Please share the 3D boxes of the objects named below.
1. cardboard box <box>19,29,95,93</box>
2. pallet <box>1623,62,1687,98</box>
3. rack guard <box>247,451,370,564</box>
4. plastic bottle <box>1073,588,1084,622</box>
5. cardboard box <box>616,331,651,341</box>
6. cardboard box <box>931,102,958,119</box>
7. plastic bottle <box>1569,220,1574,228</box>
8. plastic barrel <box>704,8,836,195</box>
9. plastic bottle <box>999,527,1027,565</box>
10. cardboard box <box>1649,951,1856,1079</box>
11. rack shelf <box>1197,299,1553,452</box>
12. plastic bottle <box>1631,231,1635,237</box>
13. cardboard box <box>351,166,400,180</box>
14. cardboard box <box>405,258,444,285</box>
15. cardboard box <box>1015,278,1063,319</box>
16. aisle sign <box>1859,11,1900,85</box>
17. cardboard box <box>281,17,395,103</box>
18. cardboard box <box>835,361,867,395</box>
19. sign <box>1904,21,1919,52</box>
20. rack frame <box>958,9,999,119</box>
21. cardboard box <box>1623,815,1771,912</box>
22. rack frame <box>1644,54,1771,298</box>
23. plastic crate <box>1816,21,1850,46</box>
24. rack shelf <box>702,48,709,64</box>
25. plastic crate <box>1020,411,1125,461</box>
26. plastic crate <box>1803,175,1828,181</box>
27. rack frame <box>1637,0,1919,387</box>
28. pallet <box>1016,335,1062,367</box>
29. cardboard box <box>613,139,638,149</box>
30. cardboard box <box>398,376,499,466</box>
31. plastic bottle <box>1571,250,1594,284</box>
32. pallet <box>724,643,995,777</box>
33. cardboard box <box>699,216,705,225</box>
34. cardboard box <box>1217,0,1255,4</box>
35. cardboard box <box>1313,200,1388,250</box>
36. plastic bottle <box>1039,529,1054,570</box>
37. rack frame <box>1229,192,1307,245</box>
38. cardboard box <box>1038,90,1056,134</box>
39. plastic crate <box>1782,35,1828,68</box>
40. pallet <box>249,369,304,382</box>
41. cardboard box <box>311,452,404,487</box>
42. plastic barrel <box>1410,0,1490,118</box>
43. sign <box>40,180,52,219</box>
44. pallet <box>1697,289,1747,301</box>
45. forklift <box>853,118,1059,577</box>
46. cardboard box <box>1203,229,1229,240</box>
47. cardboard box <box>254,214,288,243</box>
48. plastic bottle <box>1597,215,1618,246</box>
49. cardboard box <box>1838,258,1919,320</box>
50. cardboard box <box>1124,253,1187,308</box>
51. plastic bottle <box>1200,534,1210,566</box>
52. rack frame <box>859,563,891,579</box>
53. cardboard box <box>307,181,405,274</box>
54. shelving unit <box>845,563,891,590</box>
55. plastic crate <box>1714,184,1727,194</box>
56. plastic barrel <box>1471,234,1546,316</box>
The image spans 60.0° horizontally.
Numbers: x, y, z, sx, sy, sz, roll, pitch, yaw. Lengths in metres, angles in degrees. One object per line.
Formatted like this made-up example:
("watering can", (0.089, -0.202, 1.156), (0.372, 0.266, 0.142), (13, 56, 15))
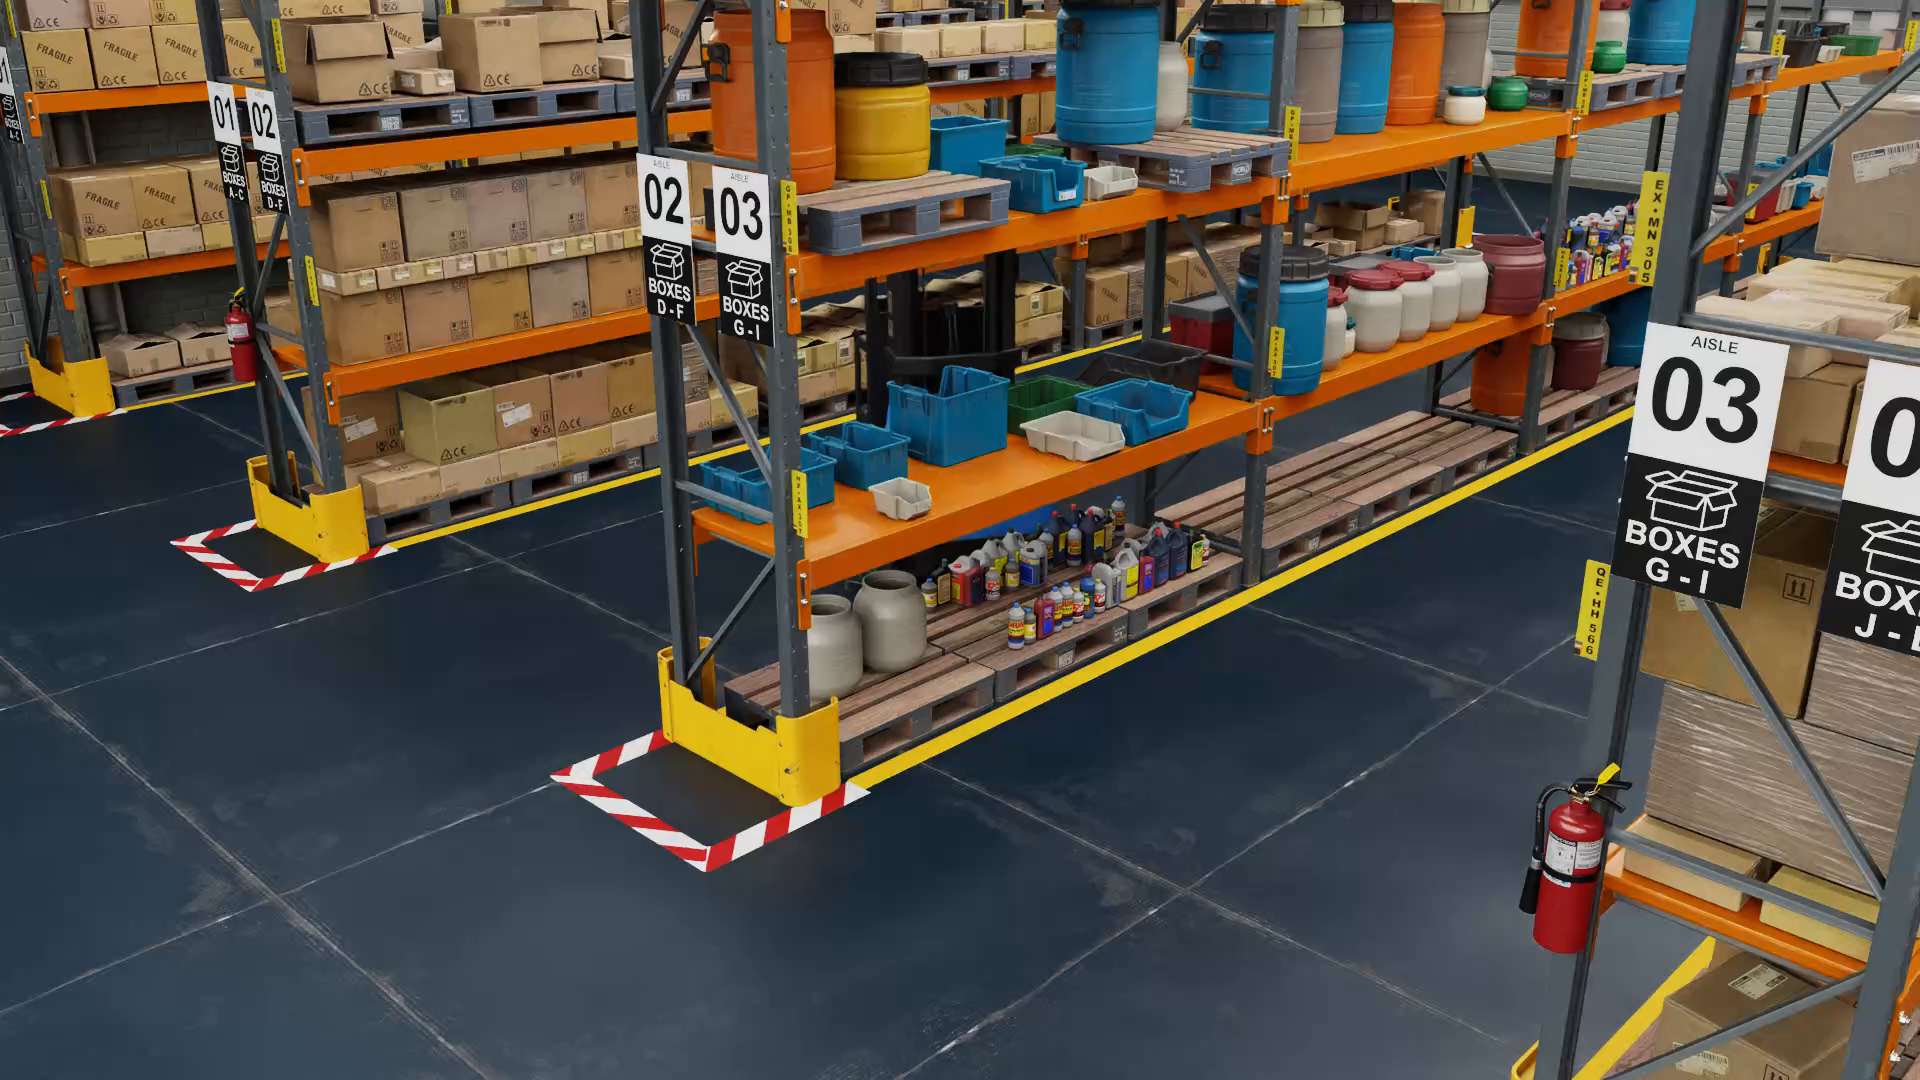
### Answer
("cardboard box", (-7.843, -4.141, 14.319), (0.500, 0.500, 0.500), (-19, 28, -41))
("pallet", (5.948, -4.060, 14.539), (1.003, 0.211, 1.213), (19, 28, 41))
("rack guard", (-4.720, -0.249, 12.027), (1.175, 0.500, 0.348), (19, 28, 41))
("plastic bottle", (0.709, 0.392, 10.161), (0.097, 0.201, 0.097), (0, 21, 0))
("cardboard box", (-2.804, -1.542, 14.107), (0.500, 0.500, 0.500), (19, 28, 41))
("cardboard box", (-0.374, -5.625, 21.947), (0.500, 0.500, 0.500), (20, 28, 41))
("plastic bottle", (5.642, -2.837, 15.454), (0.097, 0.271, 0.097), (0, 21, 0))
("plastic barrel", (-0.909, -2.135, 8.083), (0.600, 0.830, 0.708), (19, 28, 41))
("plastic bottle", (0.345, 0.083, 10.758), (0.144, 0.351, 0.185), (19, 28, 40))
("cardboard box", (2.839, 1.872, 5.921), (0.500, 0.500, 0.500), (-14, 25, -32))
("rack shelf", (3.029, -1.388, 12.508), (1.077, 0.370, 4.000), (19, 28, 41))
("plastic bottle", (6.039, -2.642, 14.836), (0.144, 0.351, 0.185), (19, 28, 41))
("cardboard box", (-5.917, -3.650, 16.526), (0.500, 0.500, 0.500), (19, 28, 40))
("cardboard box", (-3.918, -1.951, 11.926), (0.380, 0.149, 0.250), (19, 28, 41))
("cardboard box", (0.689, -2.457, 16.751), (0.500, 0.311, 0.500), (-19, 28, -41))
("aisle sign", (10.265, -5.453, 18.458), (0.394, 0.787, 0.004), (19, 28, 41))
("cardboard box", (-4.299, -3.279, 11.319), (0.637, 0.503, 0.797), (-18, 27, -38))
("cardboard box", (-1.096, -1.536, 15.137), (0.500, 0.250, 0.500), (-19, 28, -41))
("sign", (10.410, -5.512, 18.200), (0.100, 0.325, 0.005), (19, 28, 41))
("rack frame", (0.116, -5.746, 22.843), (1.000, 3.000, 0.127), (19, 28, 41))
("cardboard box", (2.443, 1.050, 5.511), (0.380, 0.149, 0.250), (19, 28, 41))
("rack frame", (7.214, -3.266, 16.392), (1.000, 3.000, 0.127), (19, 28, 41))
("plastic crate", (9.536, -5.604, 18.476), (0.497, 0.269, 0.590), (19, 28, 41))
("rack shelf", (-4.070, -5.268, 18.421), (1.077, 0.370, 4.000), (19, 28, 41))
("plastic crate", (0.682, -0.606, 9.838), (0.530, 0.136, 0.437), (19, 28, 41))
("plastic crate", (9.566, -3.945, 18.440), (0.396, 0.136, 0.243), (19, 28, 41))
("rack frame", (2.392, -1.742, 4.065), (1.000, 3.000, 0.127), (19, 28, 41))
("pallet", (0.275, -1.975, 16.920), (1.003, 0.211, 1.213), (19, 28, 41))
("cardboard box", (-3.848, -4.521, 18.902), (0.700, 0.500, 0.500), (19, 28, 41))
("cardboard box", (-3.822, -0.896, 12.427), (0.500, 0.500, 0.500), (19, 28, 41))
("plastic bottle", (5.280, -2.329, 14.127), (0.152, 0.276, 0.135), (19, 28, 41))
("pallet", (-0.567, 0.881, 9.488), (1.003, 0.211, 1.213), (19, 28, 41))
("cardboard box", (-2.123, -2.613, 13.650), (0.380, 0.149, 0.250), (19, 28, 40))
("cardboard box", (2.814, -5.908, 18.220), (0.600, 0.600, 0.600), (19, 28, 40))
("cardboard box", (4.975, -4.031, 21.248), (0.797, 0.503, 0.637), (19, 28, 41))
("plastic bottle", (0.566, 0.058, 10.933), (0.097, 0.271, 0.097), (0, 21, 0))
("rack frame", (3.668, -4.507, 19.620), (1.000, 3.000, 0.127), (19, 28, 41))
("cardboard box", (1.019, -6.208, 23.626), (0.980, 0.700, 0.700), (18, 28, 39))
("plastic crate", (8.277, -4.856, 16.529), (0.497, 0.269, 0.590), (19, 28, 41))
("pallet", (-6.759, -1.891, 16.701), (1.003, 0.211, 1.213), (19, 28, 41))
("cardboard box", (-4.541, -0.547, 12.563), (0.500, 0.250, 0.500), (19, 28, 41))
("plastic barrel", (3.695, -3.715, 12.681), (0.600, 0.901, 0.600), (0, 21, 0))
("sign", (-7.866, -2.930, 14.309), (0.100, 0.325, 0.005), (19, 28, 41))
("pallet", (8.551, -2.479, 18.229), (1.003, 0.211, 1.213), (19, 28, 41))
("forklift", (-0.214, -1.613, 12.186), (1.130, 2.935, 3.031), (-6, 22, -15))
("cardboard box", (2.792, -3.342, 19.460), (0.500, 0.500, 0.500), (-20, 28, -41))
("cardboard box", (-6.621, -3.042, 15.990), (0.500, 0.250, 0.500), (20, 28, 41))
("plastic bottle", (6.081, -2.909, 15.634), (0.152, 0.276, 0.135), (19, 28, 41))
("cardboard box", (3.160, -0.846, 5.567), (0.380, 0.149, 0.250), (20, 28, 41))
("cardboard box", (2.114, -2.827, 18.118), (0.500, 0.500, 0.500), (19, 28, 40))
("plastic bottle", (1.604, 0.062, 11.019), (0.097, 0.201, 0.097), (0, 21, 0))
("rack frame", (-0.580, -0.139, 11.181), (0.240, 0.900, 0.006), (9, 23, 23))
("cardboard box", (-4.332, -2.205, 11.683), (0.700, 0.500, 0.500), (19, 28, 41))
("shelving unit", (-0.622, -0.106, 11.095), (0.258, 0.900, 0.210), (9, 23, 23))
("plastic crate", (8.214, -3.694, 17.789), (0.293, 0.136, 0.466), (19, 28, 41))
("plastic barrel", (4.317, -2.106, 13.185), (0.600, 0.536, 0.708), (19, 28, 41))
